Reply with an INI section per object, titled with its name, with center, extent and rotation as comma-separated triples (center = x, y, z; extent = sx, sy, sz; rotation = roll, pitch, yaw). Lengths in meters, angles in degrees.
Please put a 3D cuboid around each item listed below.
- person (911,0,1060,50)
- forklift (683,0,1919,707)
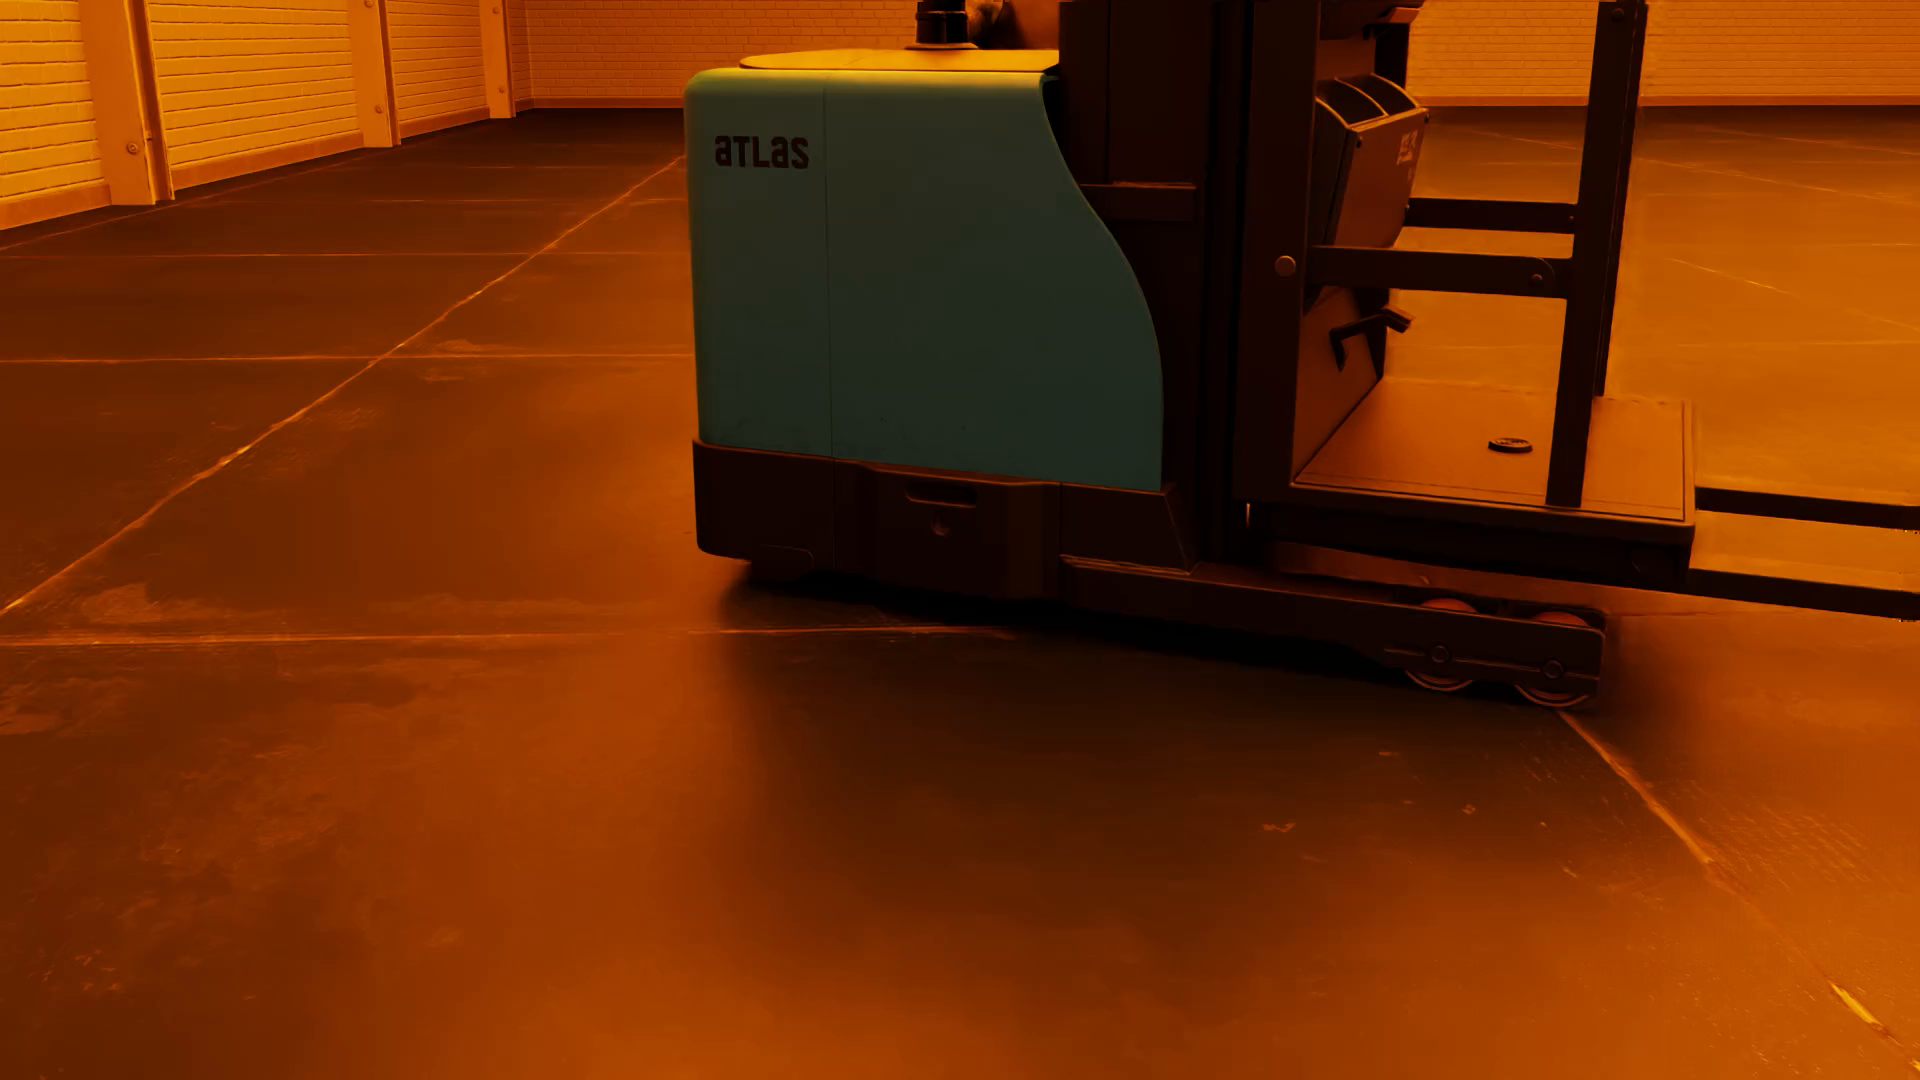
[person]
center = 0.266, -1.210, 5.345
extent = 0.967, 1.608, 0.502
rotation = -5, 18, -16
[forklift]
center = 0.991, -1.281, 3.097
extent = 3.031, 2.935, 1.130
rotation = 7, 18, 21
